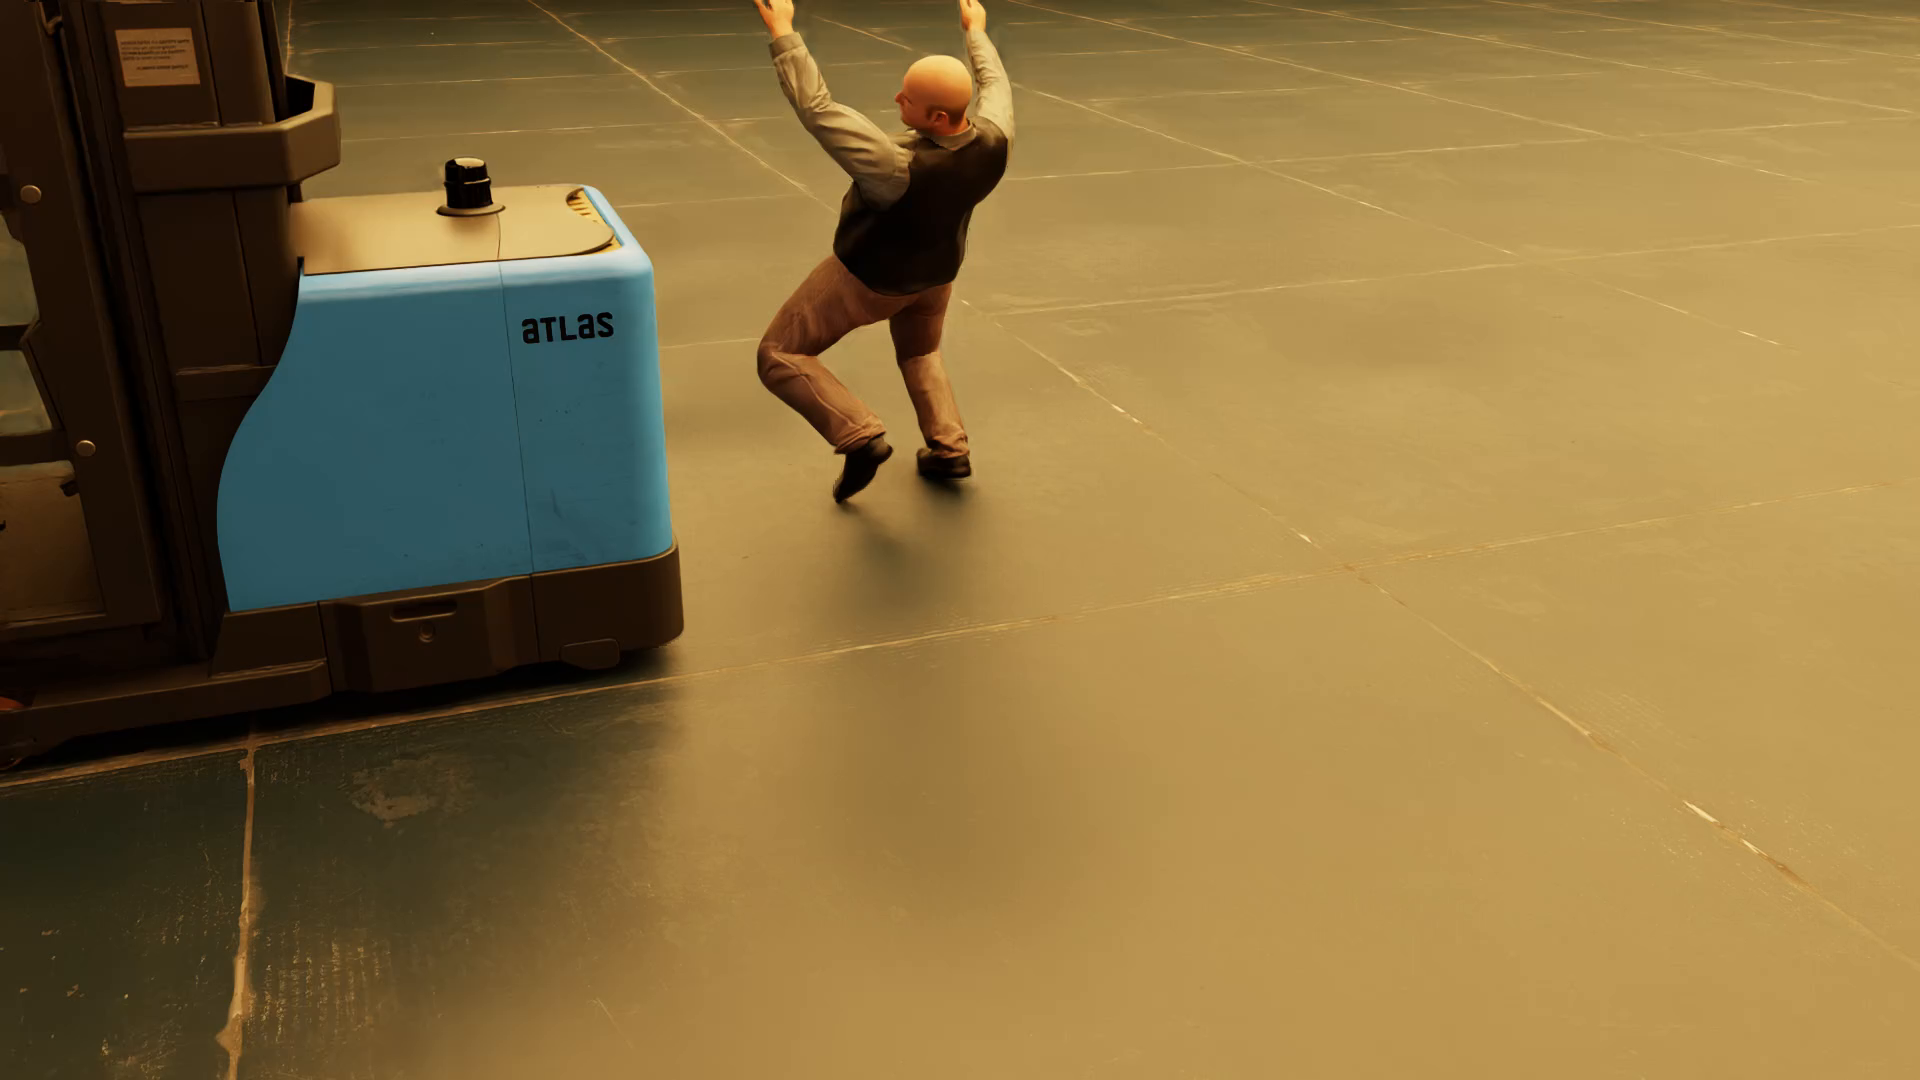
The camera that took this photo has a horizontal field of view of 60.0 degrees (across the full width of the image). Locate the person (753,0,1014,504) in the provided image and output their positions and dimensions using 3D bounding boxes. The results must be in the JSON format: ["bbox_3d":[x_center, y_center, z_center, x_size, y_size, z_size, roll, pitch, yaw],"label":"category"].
[{"bbox_3d":[-0.137,-0.921,5.188,0.967,1.612,0.715,-19,29,-38],"label":"person"}]

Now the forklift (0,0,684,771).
[{"bbox_3d":[-2.295,-1.026,3.738,3.031,2.935,1.130,-8,24,-17],"label":"forklift"}]
